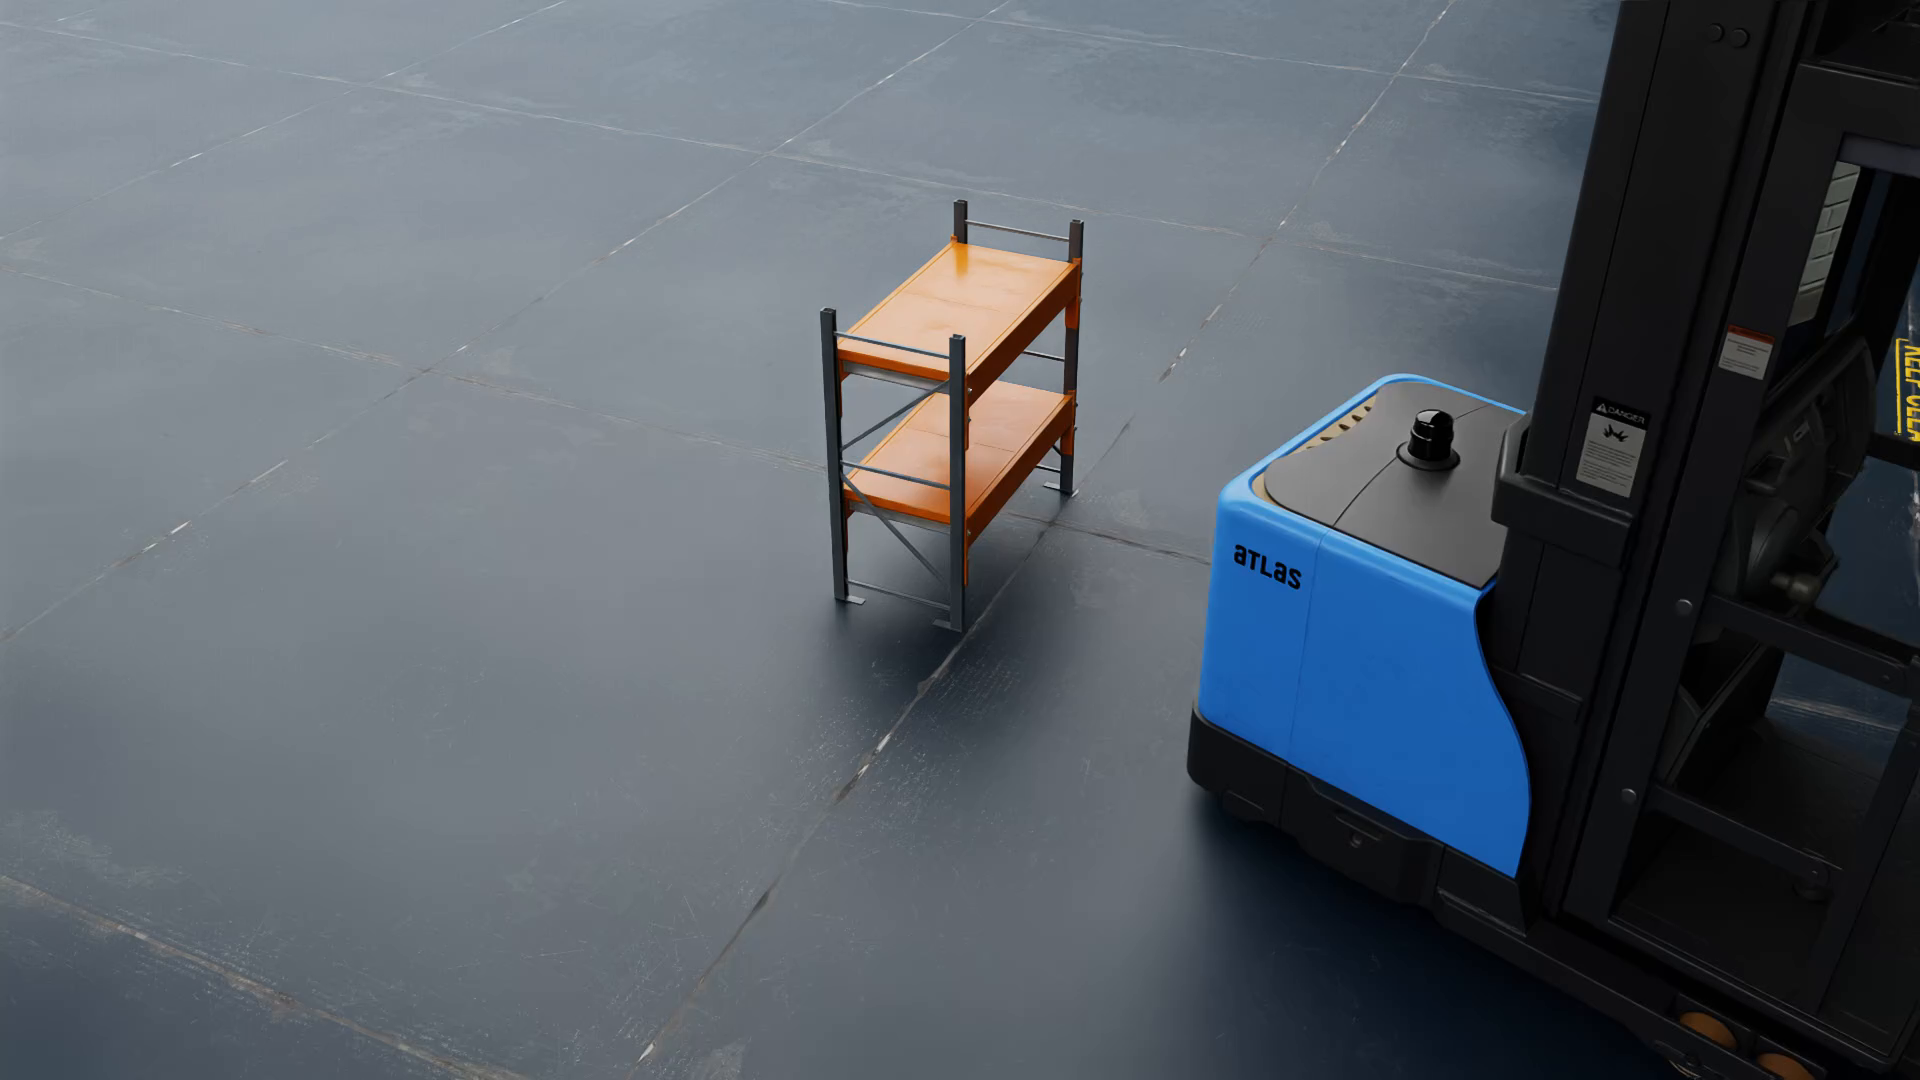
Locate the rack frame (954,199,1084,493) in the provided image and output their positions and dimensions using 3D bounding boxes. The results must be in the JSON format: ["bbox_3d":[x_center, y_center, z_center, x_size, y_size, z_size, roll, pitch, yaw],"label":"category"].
[{"bbox_3d":[0.210,-0.720,6.323,0.500,1.125,0.032,14,36,20],"label":"rack frame"}]

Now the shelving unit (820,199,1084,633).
[{"bbox_3d":[-0.003,-0.467,5.936,0.538,1.125,1.048,14,36,20],"label":"shelving unit"}]

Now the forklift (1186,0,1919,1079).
[{"bbox_3d":[2.124,-0.125,3.768,3.031,2.935,1.130,26,41,34],"label":"forklift"}]

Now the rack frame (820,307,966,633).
[{"bbox_3d":[-0.216,-0.214,5.550,0.500,1.125,0.032,14,36,20],"label":"rack frame"}]

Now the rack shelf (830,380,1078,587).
[{"bbox_3d":[-0.003,-0.263,6.070,0.538,0.278,1.000,14,36,20],"label":"rack shelf"}]

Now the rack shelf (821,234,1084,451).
[{"bbox_3d":[-0.003,-0.712,5.776,0.538,0.278,1.000,14,36,20],"label":"rack shelf"}]
